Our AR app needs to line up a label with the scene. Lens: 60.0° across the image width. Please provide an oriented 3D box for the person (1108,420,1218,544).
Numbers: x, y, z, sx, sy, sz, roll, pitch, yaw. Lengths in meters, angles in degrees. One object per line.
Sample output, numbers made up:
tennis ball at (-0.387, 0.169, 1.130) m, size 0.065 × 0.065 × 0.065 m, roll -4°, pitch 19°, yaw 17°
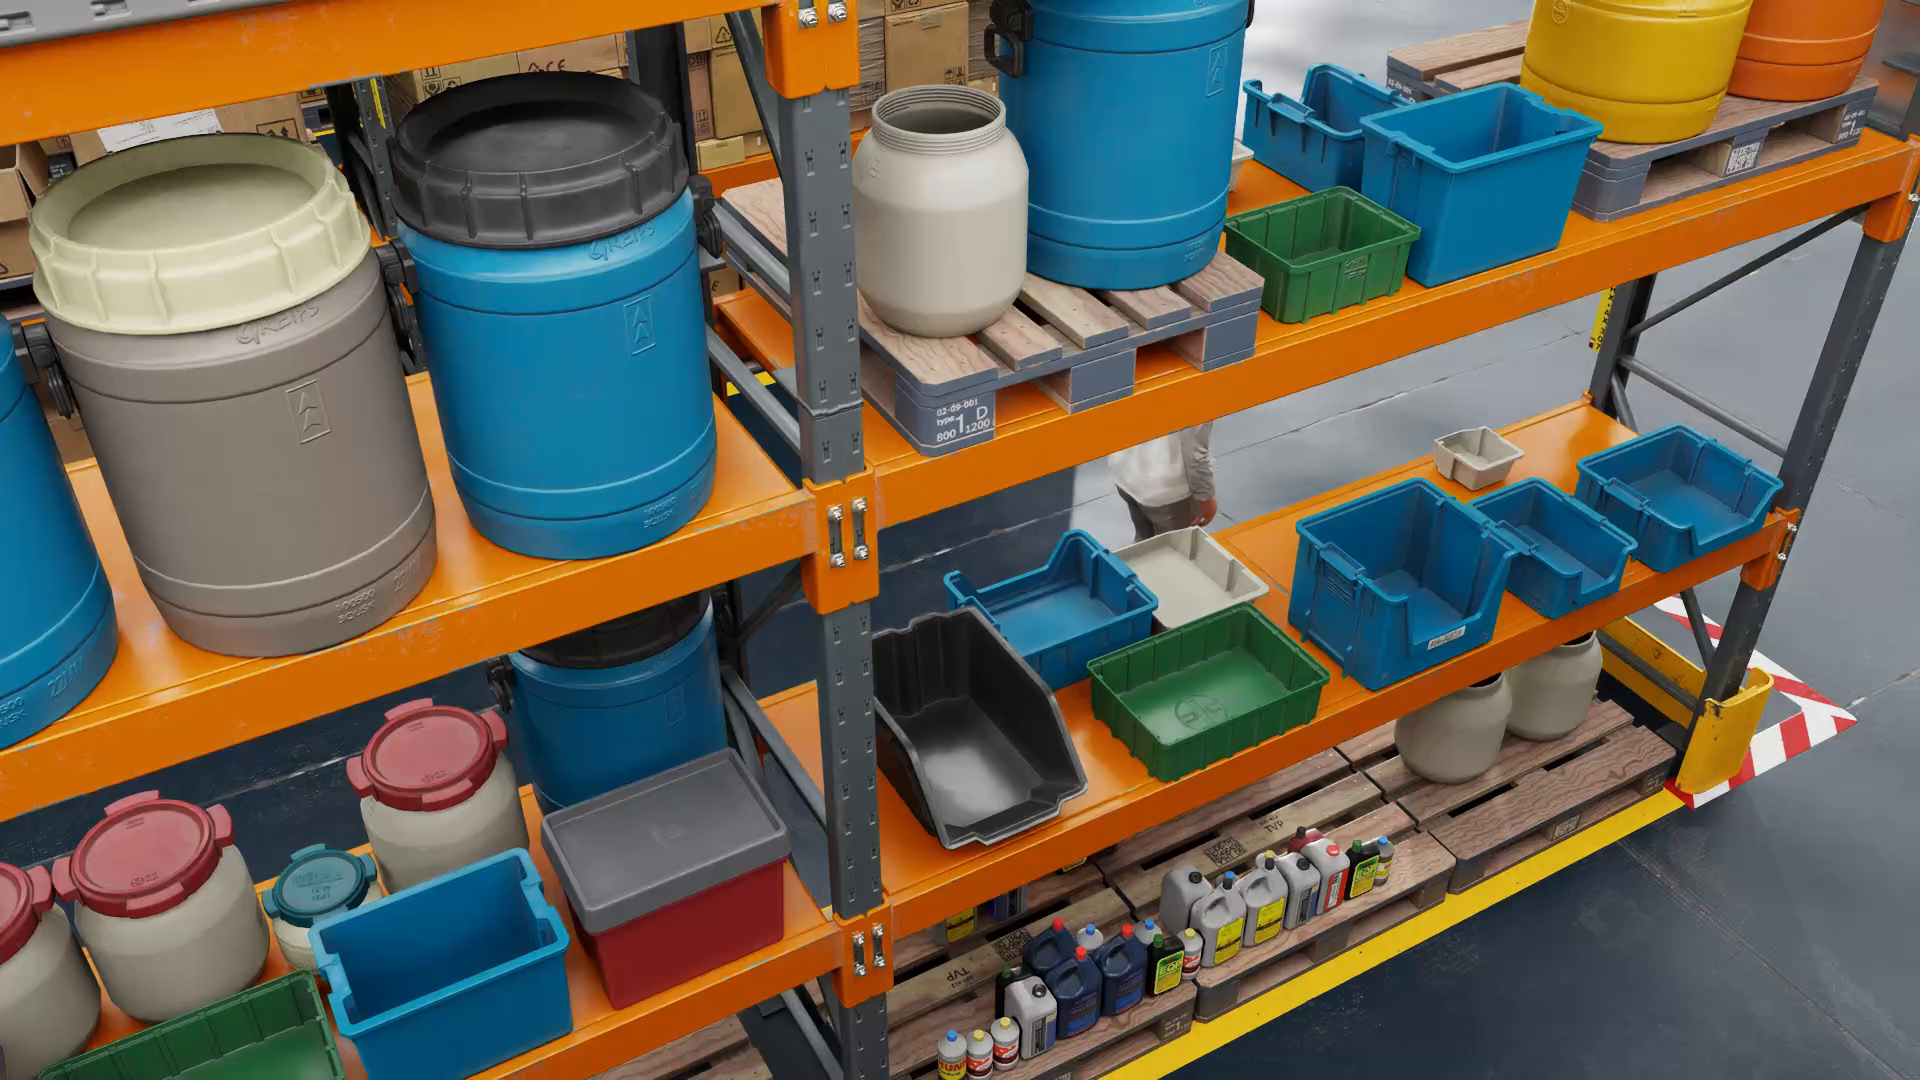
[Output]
person at (0.895, -0.288, 7.294) m, size 0.464 × 1.772 × 0.589 m, roll -20°, pitch 41°, yaw -25°
